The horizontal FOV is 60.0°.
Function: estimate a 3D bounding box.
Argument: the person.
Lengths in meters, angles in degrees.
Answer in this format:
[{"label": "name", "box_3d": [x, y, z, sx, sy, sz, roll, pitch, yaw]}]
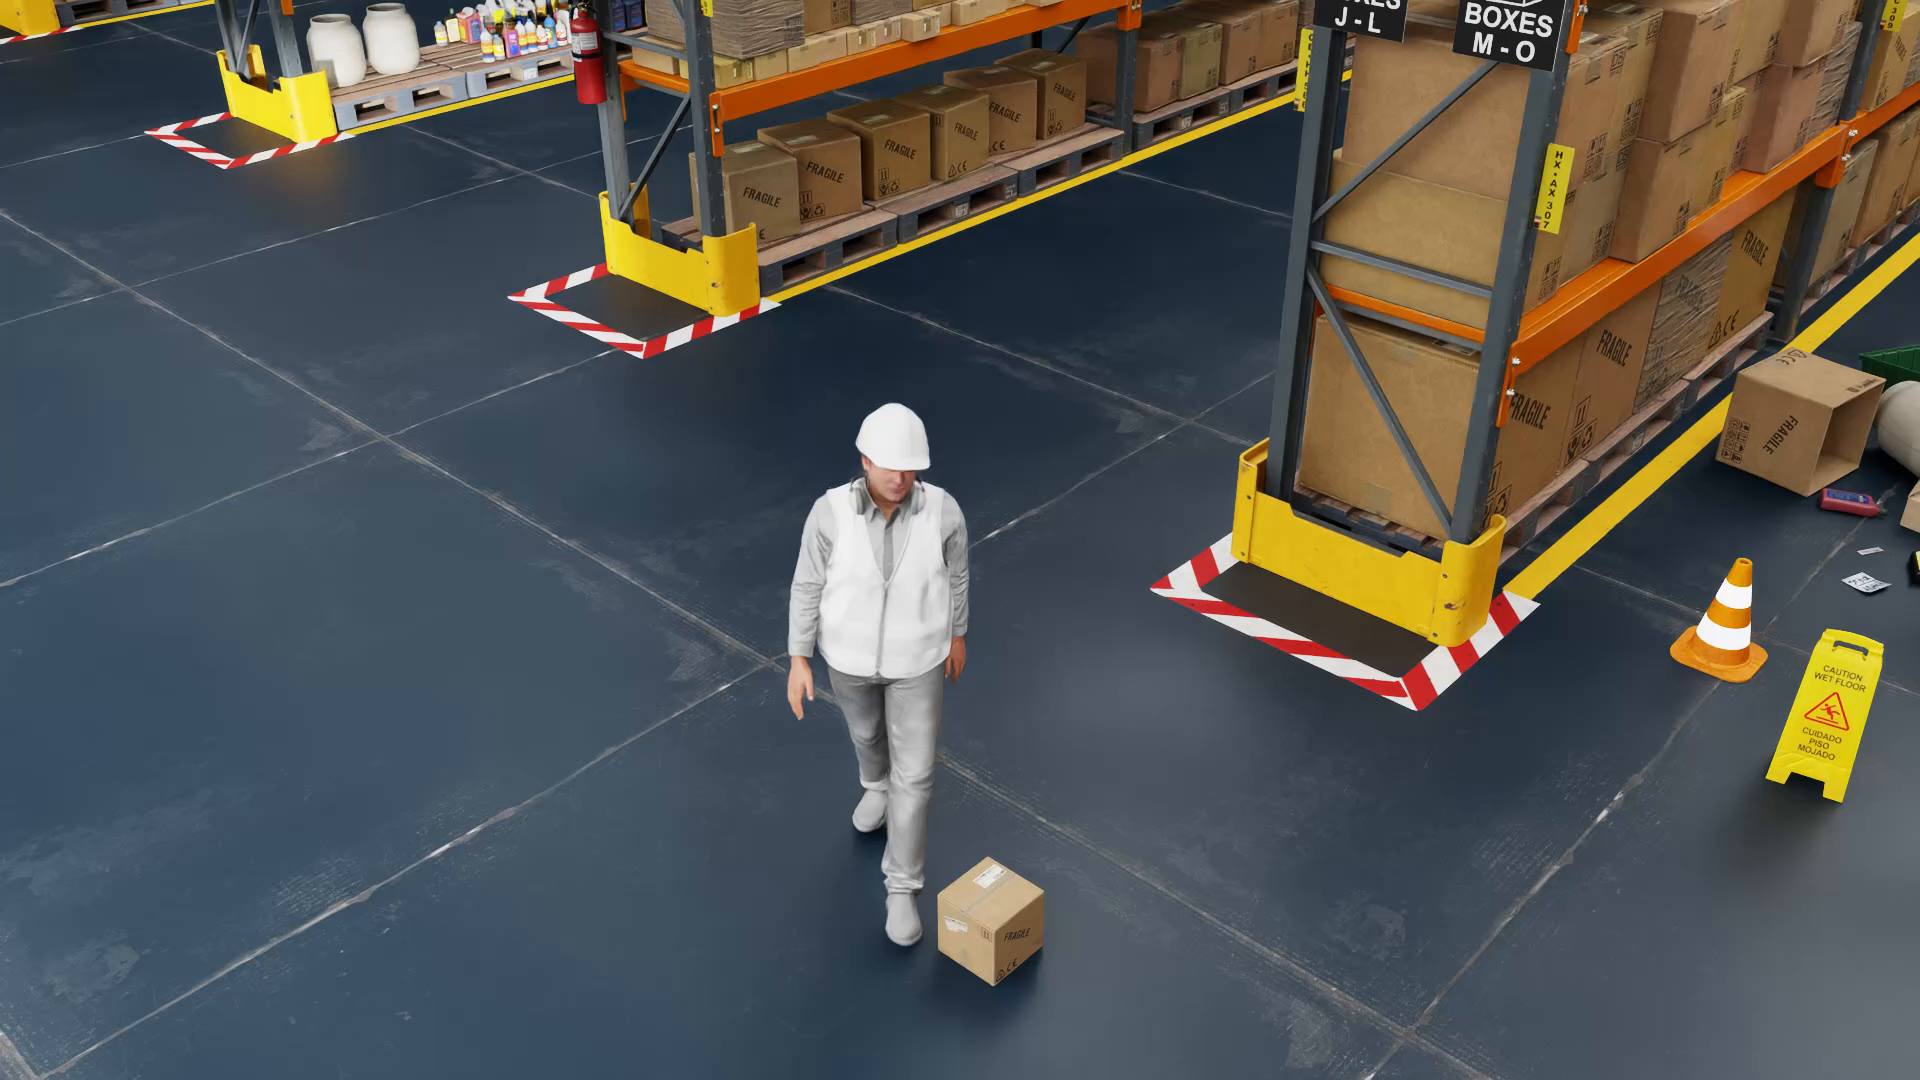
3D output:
[{"label": "person", "box_3d": [-0.269, 0.410, 5.411, 0.579, 1.730, 0.930, 0, 31, 1]}]
